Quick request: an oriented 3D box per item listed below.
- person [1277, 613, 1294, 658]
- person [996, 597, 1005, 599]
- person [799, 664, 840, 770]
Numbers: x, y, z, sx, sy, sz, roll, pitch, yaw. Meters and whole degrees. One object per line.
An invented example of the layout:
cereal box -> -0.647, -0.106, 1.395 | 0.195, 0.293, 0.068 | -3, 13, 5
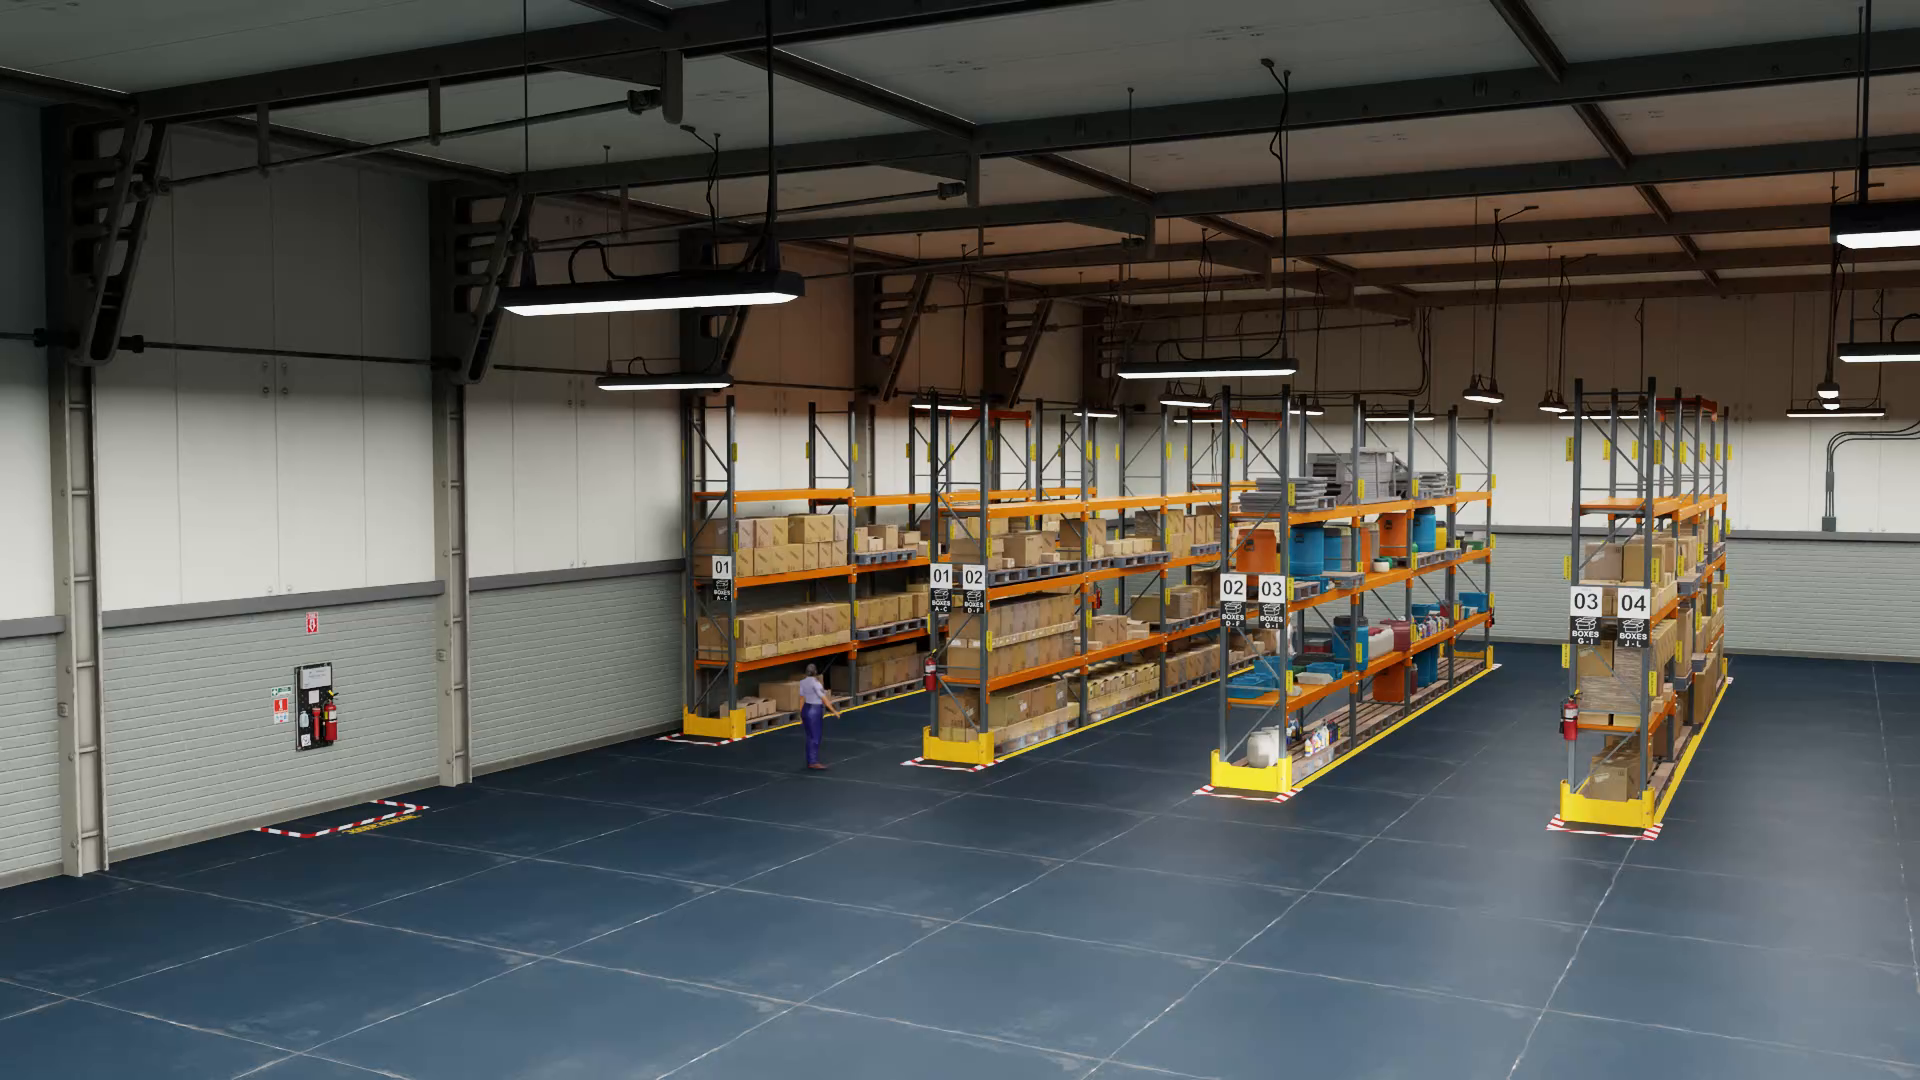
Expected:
person -> 6.631, 2.337, 34.040 | 0.470, 1.763, 0.704 | 0, 3, -3
person -> 0.894, 2.071, 35.169 | 0.406, 1.789, 0.562 | 0, 3, 1
person -> -2.230, 2.788, 26.358 | 0.522, 1.671, 0.530 | -2, 3, -29
